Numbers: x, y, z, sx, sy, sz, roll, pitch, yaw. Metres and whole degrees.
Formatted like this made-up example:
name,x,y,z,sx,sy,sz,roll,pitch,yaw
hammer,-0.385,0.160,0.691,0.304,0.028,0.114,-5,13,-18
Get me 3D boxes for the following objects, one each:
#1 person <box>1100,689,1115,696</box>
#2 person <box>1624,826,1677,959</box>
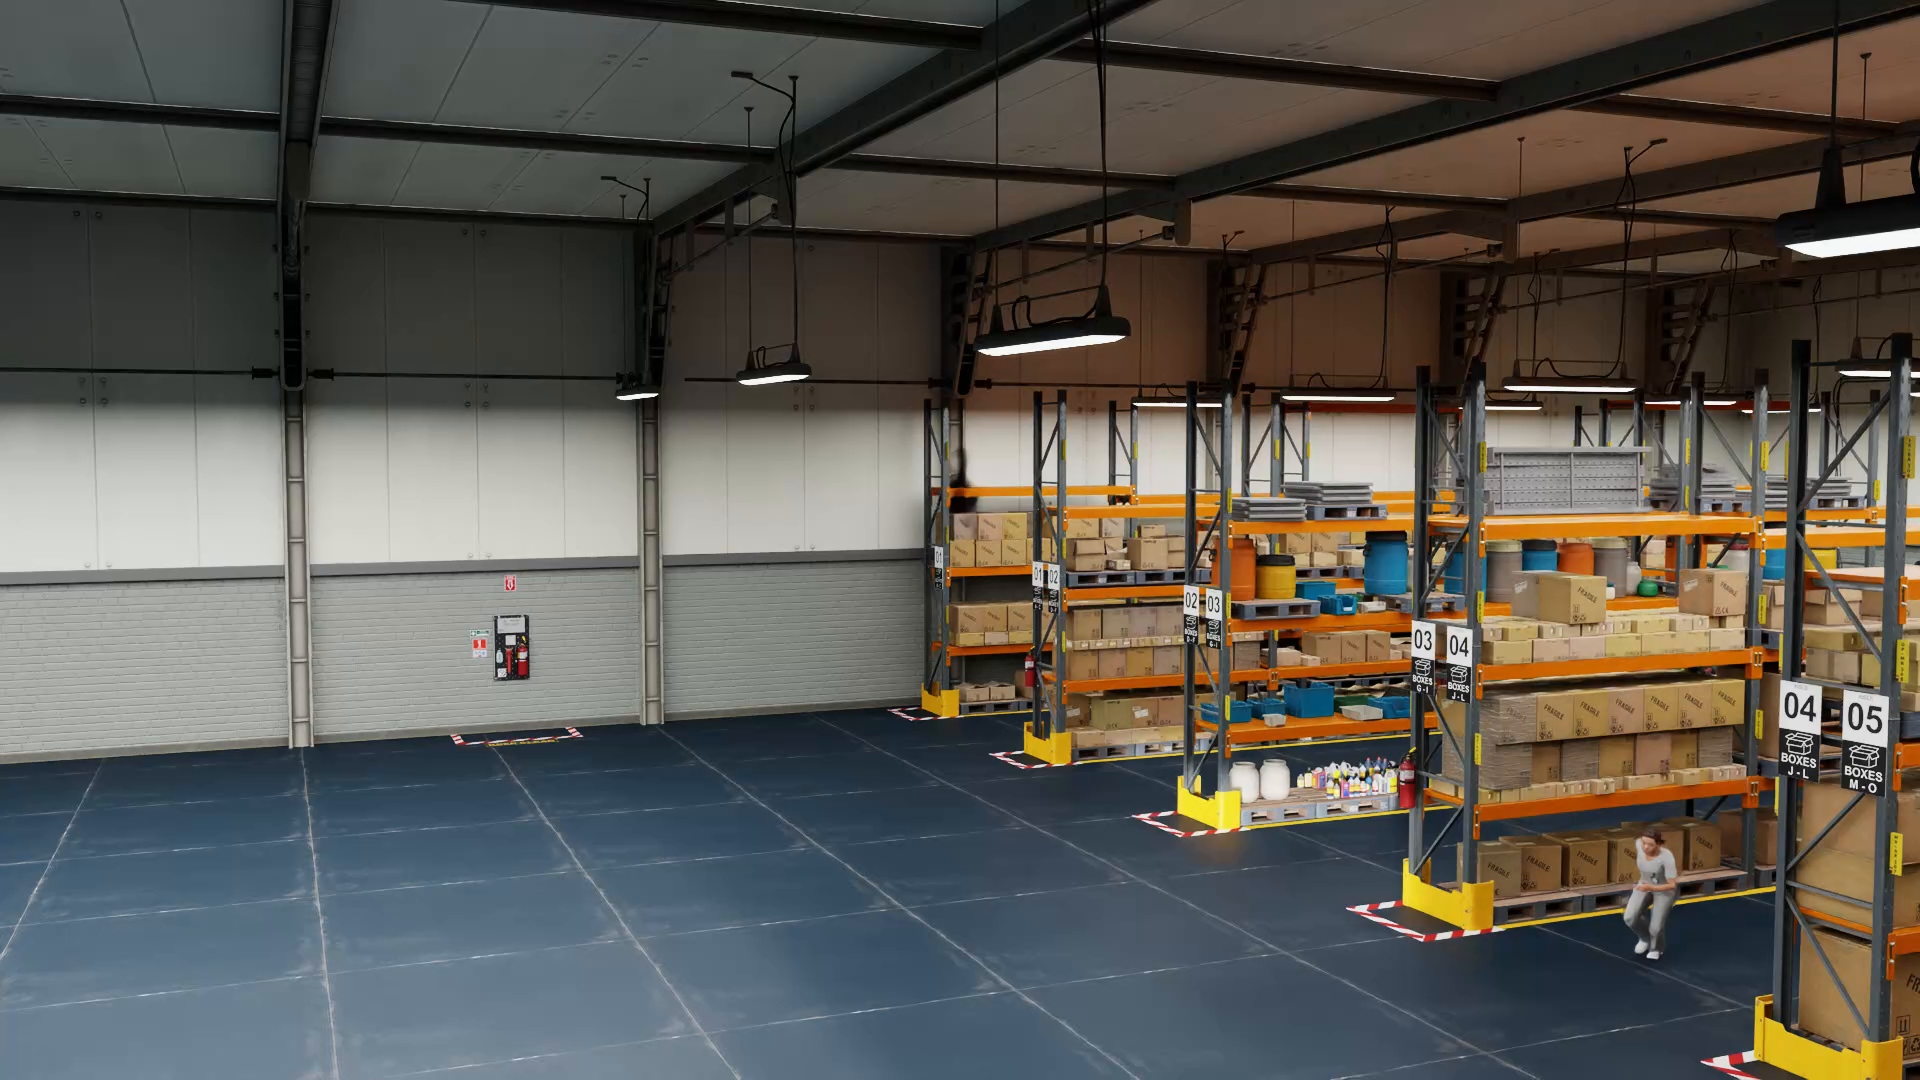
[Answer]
name,x,y,z,sx,sy,sz,roll,pitch,yaw
person,2.764,2.473,30.589,0.836,1.829,0.648,-2,4,-33
person,6.808,3.471,16.305,0.544,1.438,0.939,3,5,45
